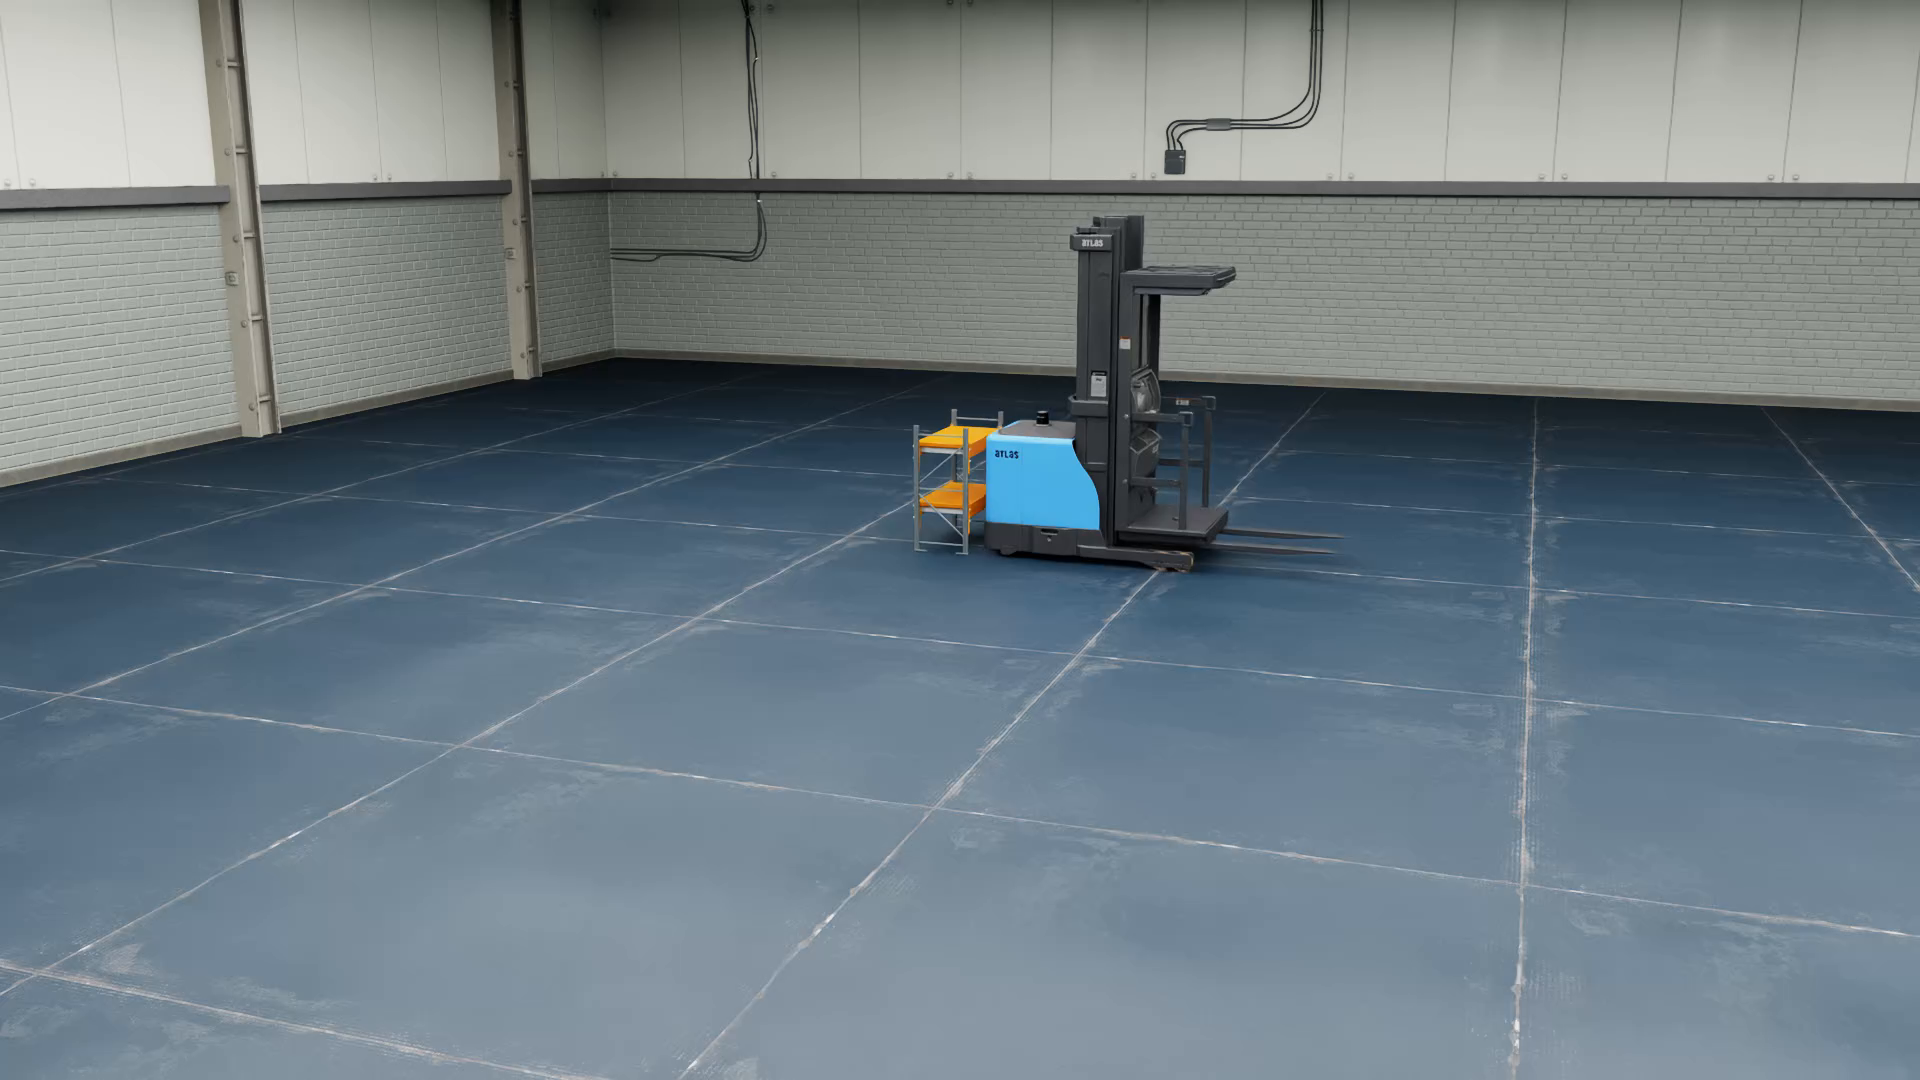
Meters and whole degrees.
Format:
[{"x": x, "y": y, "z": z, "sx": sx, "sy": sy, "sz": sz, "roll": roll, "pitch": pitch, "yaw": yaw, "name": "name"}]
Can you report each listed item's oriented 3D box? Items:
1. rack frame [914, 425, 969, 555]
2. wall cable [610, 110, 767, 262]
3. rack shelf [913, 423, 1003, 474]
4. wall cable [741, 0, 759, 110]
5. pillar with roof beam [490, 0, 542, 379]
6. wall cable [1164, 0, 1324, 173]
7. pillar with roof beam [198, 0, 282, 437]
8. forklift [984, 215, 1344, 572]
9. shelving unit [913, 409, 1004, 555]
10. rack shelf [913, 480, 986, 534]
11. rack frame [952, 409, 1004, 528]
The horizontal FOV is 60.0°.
[{"x": -0.167, "y": -0.440, "z": 14.650, "sx": 0.500, "sy": 1.125, "sz": 0.032, "roll": 4, "pitch": 14, "yaw": 18, "name": "rack frame"}, {"x": -4.733, "y": -6.003, "z": 28.305, "sx": 3.097, "sy": 2.526, "sz": 0.112, "roll": 4, "pitch": 14, "yaw": 18, "name": "wall cable"}, {"x": -0.002, "y": -0.832, "z": 15.053, "sx": 0.538, "sy": 0.278, "sz": 1.000, "roll": 4, "pitch": 14, "yaw": 18, "name": "rack shelf"}, {"x": -2.174, "y": -8.270, "z": 26.890, "sx": 3.097, "sy": 2.526, "sz": 0.112, "roll": 4, "pitch": 14, "yaw": 18, "name": "wall cable"}, {"x": -2.864, "y": -6.682, "z": 24.301, "sx": 9.100, "sy": 9.000, "sz": 0.400, "roll": 4, "pitch": 14, "yaw": 18, "name": "pillar with roof beam"}, {"x": 4.244, "y": -8.488, "z": 24.572, "sx": 2.305, "sy": 6.003, "sz": 0.169, "roll": 4, "pitch": 14, "yaw": 18, "name": "wall cable"}, {"x": -4.806, "y": -5.418, "z": 18.766, "sx": 9.100, "sy": 9.000, "sz": 0.400, "roll": 4, "pitch": 14, "yaw": 18, "name": "pillar with roof beam"}, {"x": 1.788, "y": -1.288, "z": 14.304, "sx": 3.031, "sy": 2.935, "sz": 1.130, "roll": 4, "pitch": 14, "yaw": 19, "name": "forklift"}, {"x": -0.002, "y": -0.547, "z": 15.119, "sx": 0.538, "sy": 1.125, "sz": 1.048, "roll": 4, "pitch": 14, "yaw": 18, "name": "shelving unit"}, {"x": -0.002, "y": -0.309, "z": 15.173, "sx": 0.538, "sy": 0.278, "sz": 1.000, "roll": 4, "pitch": 14, "yaw": 18, "name": "rack shelf"}, {"x": 0.162, "y": -0.654, "z": 15.588, "sx": 0.500, "sy": 1.125, "sz": 0.032, "roll": 4, "pitch": 14, "yaw": 18, "name": "rack frame"}]
